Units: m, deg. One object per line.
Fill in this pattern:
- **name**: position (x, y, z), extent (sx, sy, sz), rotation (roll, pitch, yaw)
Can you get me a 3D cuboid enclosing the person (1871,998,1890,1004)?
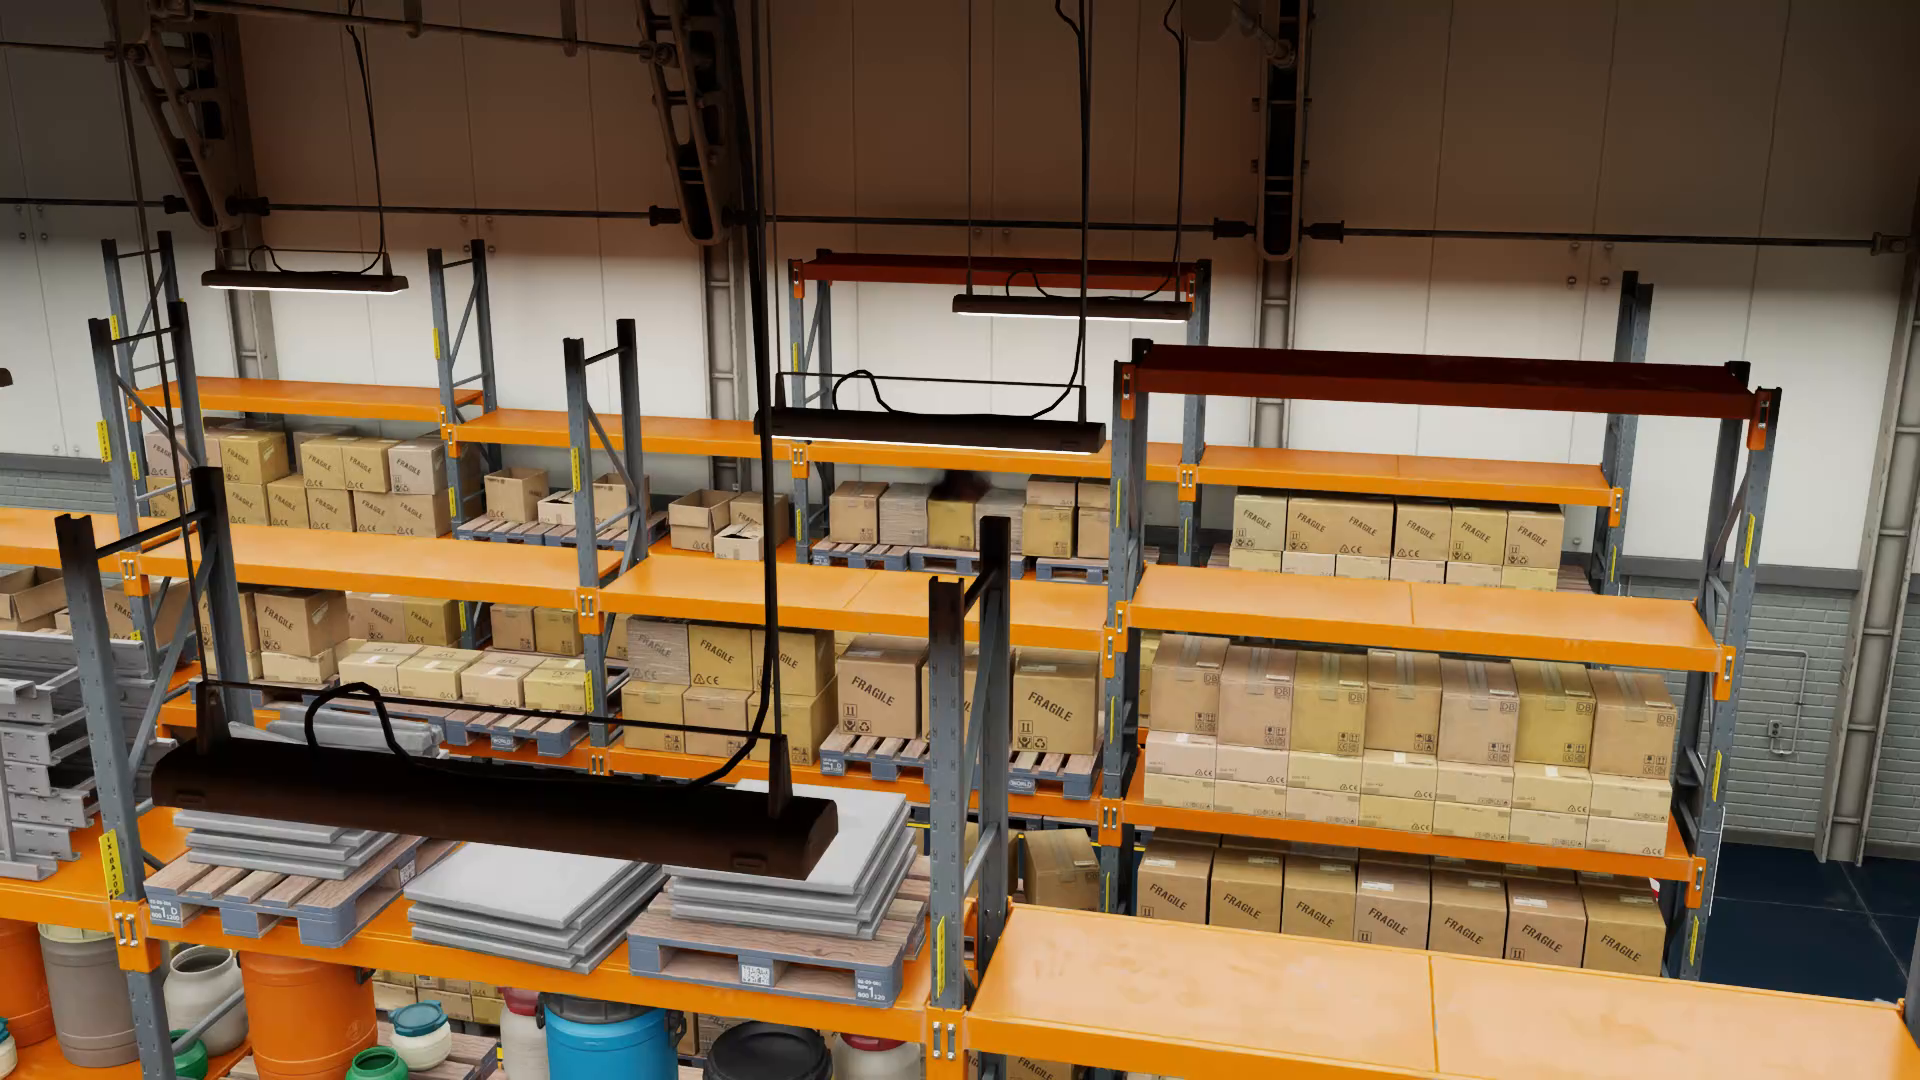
- **person**: position (6.233, 4.001, 11.577), extent (0.510, 1.786, 0.555), rotation (2, 16, 8)
